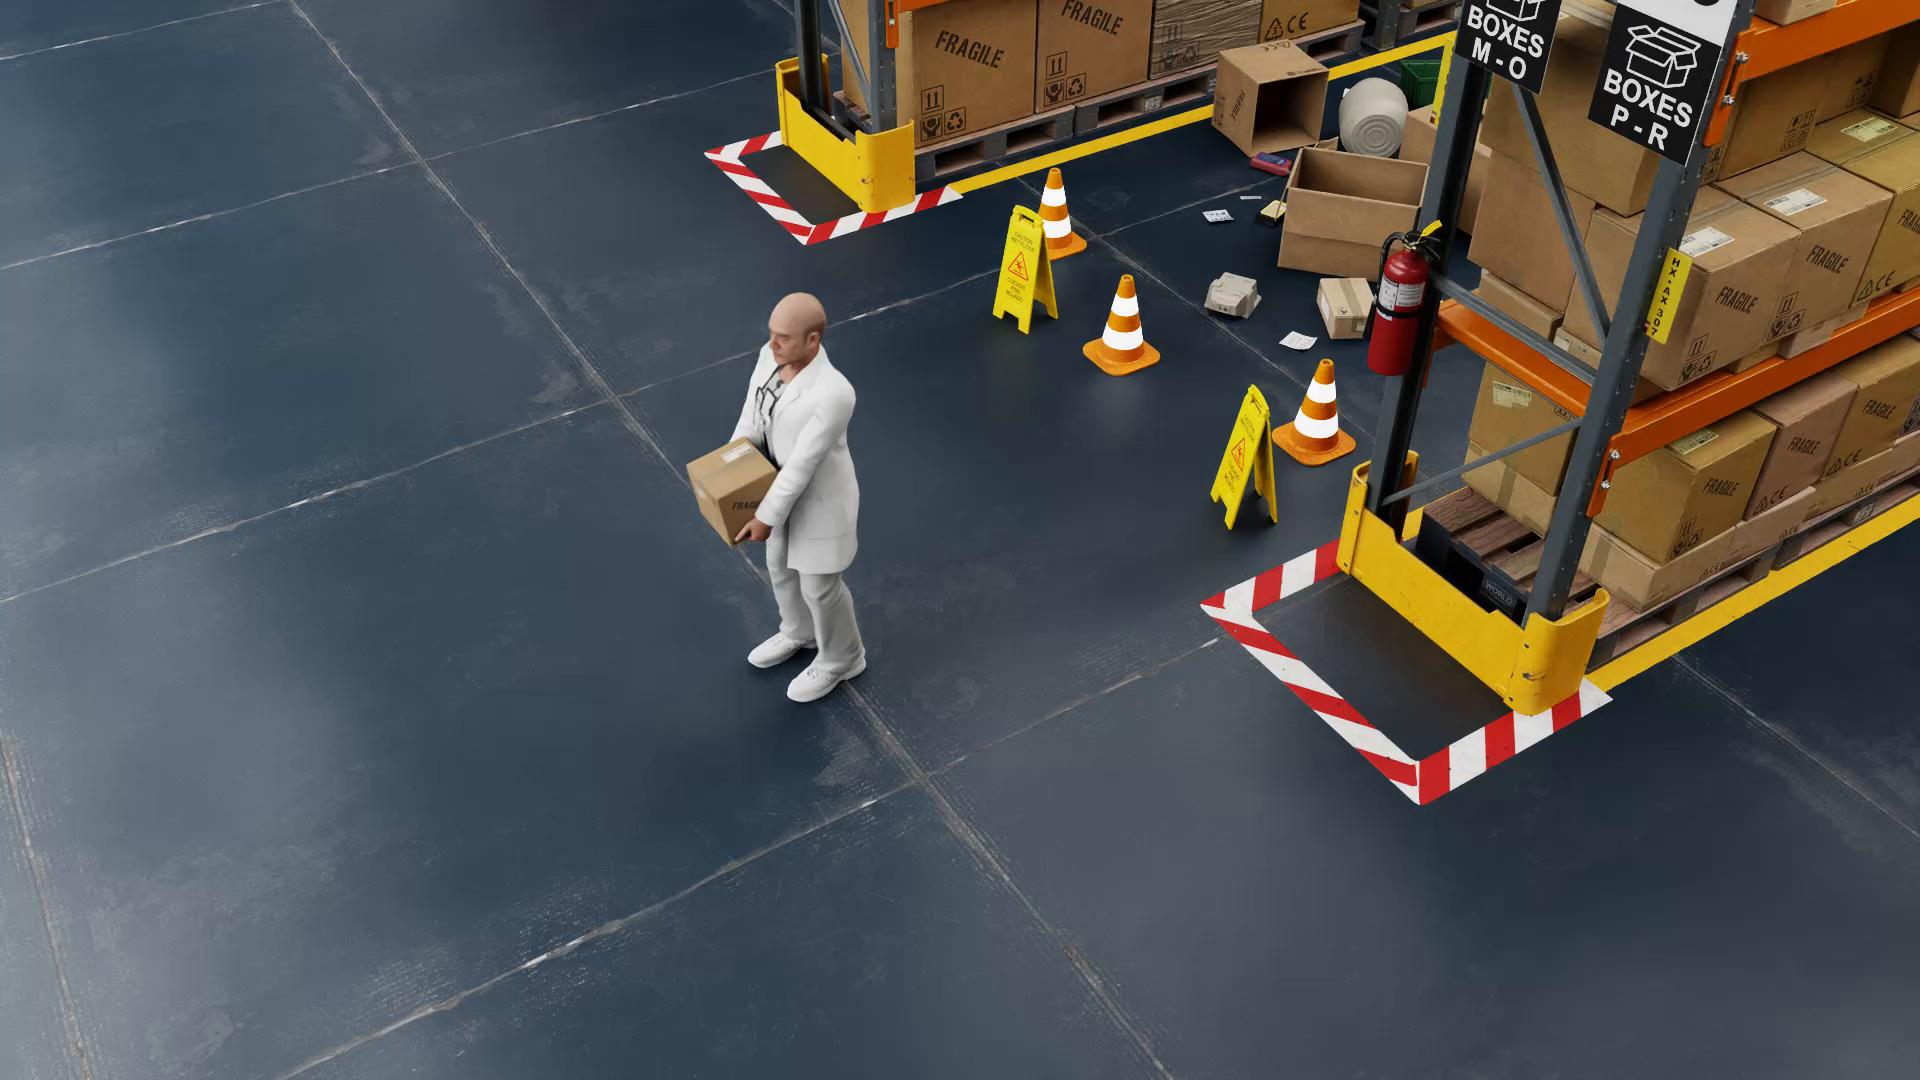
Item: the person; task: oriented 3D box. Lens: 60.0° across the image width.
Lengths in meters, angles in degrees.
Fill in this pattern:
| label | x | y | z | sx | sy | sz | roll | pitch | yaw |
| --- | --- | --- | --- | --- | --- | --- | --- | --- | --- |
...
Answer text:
| label | x | y | z | sx | sy | sz | roll | pitch | yaw |
| --- | --- | --- | --- | --- | --- | --- | --- | --- | --- |
| person | -0.664 | -0.137 | 6.334 | 0.555 | 1.780 | 0.524 | -23 | 45 | -25 |
